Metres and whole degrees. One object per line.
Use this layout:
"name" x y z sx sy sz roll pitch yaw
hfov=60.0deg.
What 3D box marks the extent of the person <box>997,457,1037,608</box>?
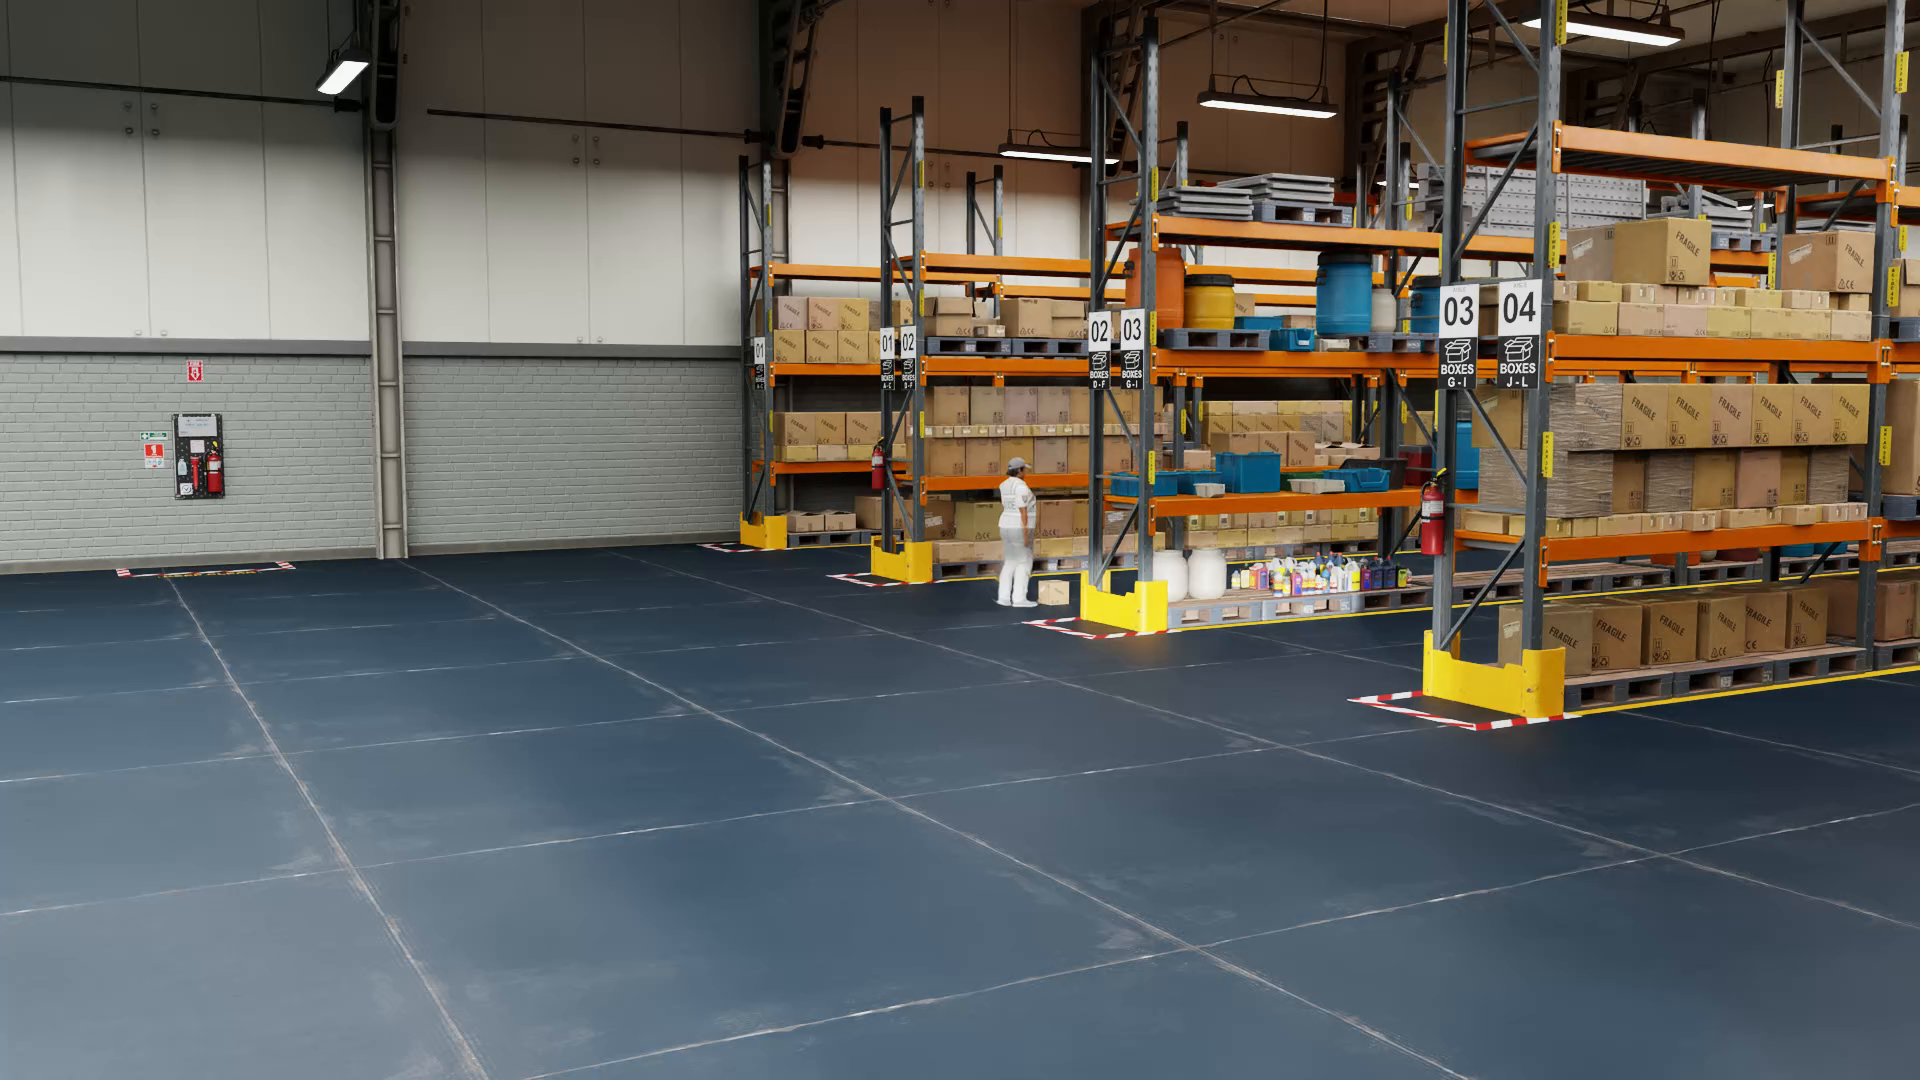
"person" 0.644 -0.062 18.507 0.389 1.715 0.468 -3 6 -27
